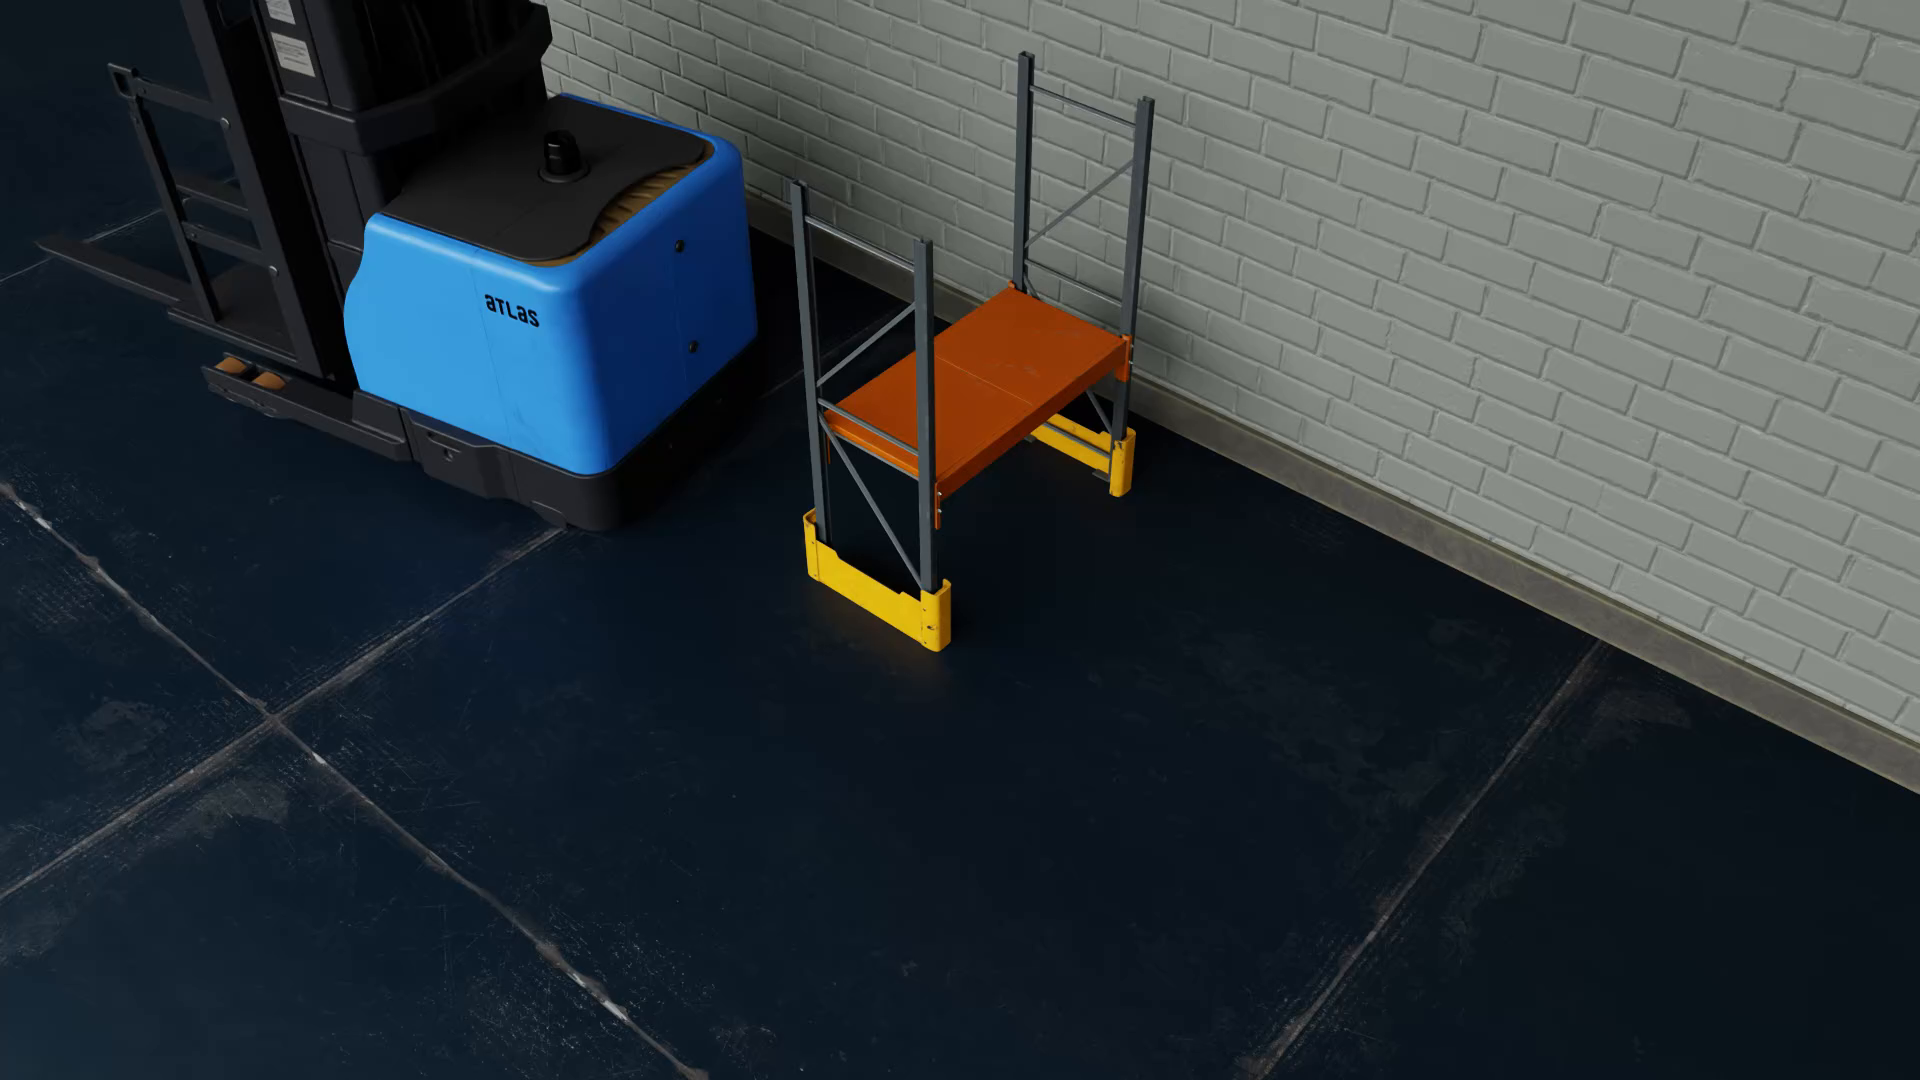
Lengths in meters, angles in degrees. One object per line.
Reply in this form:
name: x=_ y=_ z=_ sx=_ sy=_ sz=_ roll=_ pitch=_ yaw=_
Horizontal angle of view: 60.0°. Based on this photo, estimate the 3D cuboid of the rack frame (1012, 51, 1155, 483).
rack frame: x=0.382 y=-0.861 z=5.582 sx=0.500 sy=1.500 sz=0.032 roll=29 pitch=50 yaw=28

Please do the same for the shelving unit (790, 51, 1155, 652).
shelving unit: x=0.049 y=-0.594 z=5.289 sx=0.587 sy=1.500 sz=1.083 roll=29 pitch=50 yaw=28

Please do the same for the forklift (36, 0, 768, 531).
forklift: x=-2.269 y=-1.835 z=5.590 sx=3.031 sy=2.935 sz=1.130 roll=20 pitch=46 yaw=21

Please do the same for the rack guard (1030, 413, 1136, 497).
rack guard: x=0.370 y=-0.388 z=5.991 sx=0.587 sy=0.250 sz=0.087 roll=29 pitch=50 yaw=28

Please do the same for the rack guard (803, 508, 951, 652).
rack guard: x=-0.271 y=0.125 z=5.427 sx=0.587 sy=0.250 sz=0.087 roll=29 pitch=50 yaw=28

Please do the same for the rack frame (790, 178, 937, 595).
rack frame: x=-0.272 y=-0.337 z=5.006 sx=0.500 sy=1.500 sz=0.032 roll=29 pitch=50 yaw=28

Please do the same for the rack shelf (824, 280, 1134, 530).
rack shelf: x=0.055 y=-0.466 z=5.415 sx=0.538 sy=0.185 sz=1.000 roll=29 pitch=50 yaw=28
